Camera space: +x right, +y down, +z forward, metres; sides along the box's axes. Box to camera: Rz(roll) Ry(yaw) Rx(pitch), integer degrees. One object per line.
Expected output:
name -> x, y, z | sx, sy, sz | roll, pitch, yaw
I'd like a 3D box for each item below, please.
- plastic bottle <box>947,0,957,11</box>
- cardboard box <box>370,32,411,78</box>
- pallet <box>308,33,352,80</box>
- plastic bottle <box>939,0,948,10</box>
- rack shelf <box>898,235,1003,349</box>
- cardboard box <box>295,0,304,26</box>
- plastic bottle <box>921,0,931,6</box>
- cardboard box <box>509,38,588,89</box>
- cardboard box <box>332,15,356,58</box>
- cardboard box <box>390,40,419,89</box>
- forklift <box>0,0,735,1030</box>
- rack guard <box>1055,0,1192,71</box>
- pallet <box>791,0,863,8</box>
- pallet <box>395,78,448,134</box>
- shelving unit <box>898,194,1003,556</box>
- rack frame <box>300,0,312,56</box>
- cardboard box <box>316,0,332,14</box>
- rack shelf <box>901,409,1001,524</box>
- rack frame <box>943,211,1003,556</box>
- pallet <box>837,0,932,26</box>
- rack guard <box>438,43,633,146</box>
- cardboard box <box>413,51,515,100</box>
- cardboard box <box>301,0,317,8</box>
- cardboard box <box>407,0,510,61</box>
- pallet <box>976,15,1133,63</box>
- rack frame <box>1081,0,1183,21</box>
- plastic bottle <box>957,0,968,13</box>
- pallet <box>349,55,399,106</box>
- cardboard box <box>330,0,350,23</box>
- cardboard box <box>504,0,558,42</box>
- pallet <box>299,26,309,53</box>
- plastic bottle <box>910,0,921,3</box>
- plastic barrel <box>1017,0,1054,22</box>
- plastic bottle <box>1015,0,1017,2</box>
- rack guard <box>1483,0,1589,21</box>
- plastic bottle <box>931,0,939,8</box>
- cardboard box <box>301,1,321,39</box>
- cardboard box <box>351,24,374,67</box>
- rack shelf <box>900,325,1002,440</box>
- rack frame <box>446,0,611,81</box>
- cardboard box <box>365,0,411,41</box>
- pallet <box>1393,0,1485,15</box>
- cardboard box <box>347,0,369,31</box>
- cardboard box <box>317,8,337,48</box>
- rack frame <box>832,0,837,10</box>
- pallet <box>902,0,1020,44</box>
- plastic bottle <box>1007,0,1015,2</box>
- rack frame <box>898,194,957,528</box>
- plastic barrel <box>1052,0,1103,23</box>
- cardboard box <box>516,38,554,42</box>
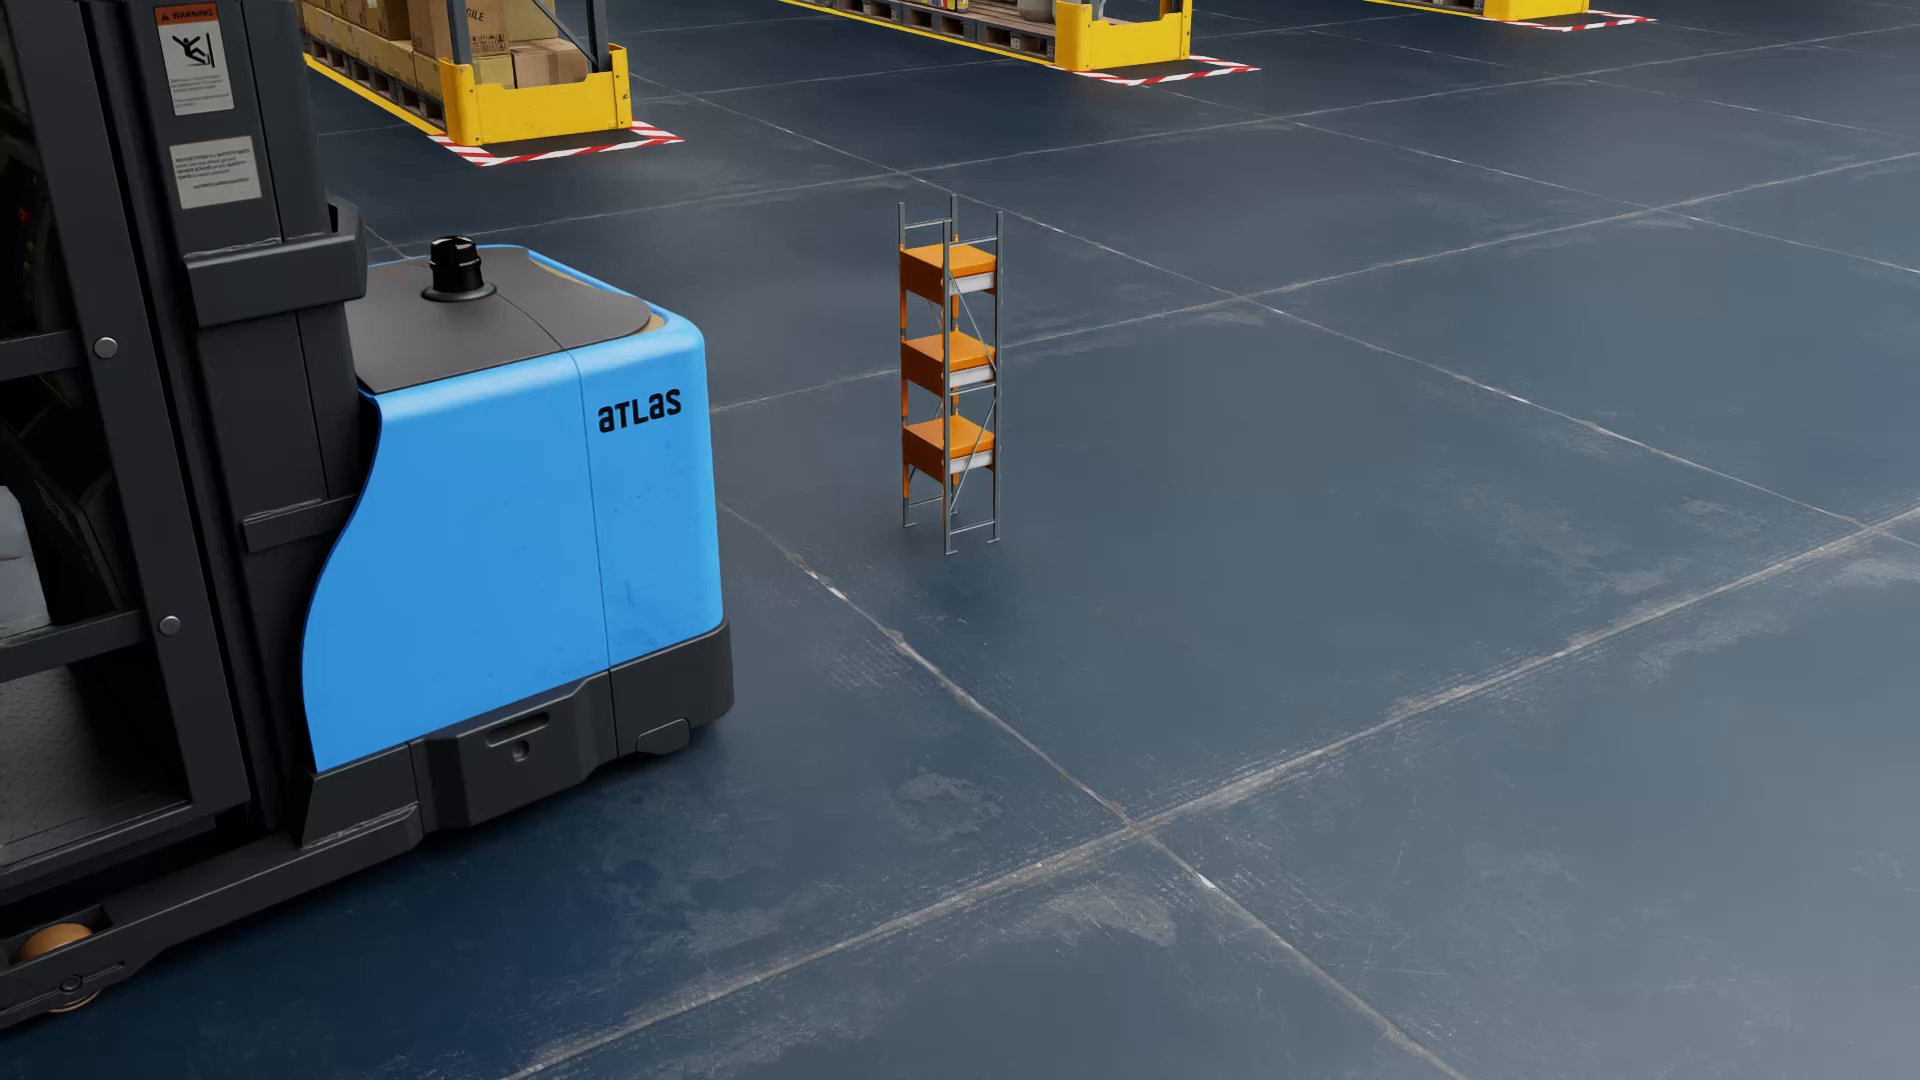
plastic bottle -> -0.055, -4.761, 14.488 | 0.061, 0.283, 0.133 | -15, 29, -28
cardboard box -> -3.857, -3.469, 11.814 | 0.500, 0.250, 0.500 | -16, 29, -30
pallet -> -4.543, -3.921, 13.308 | 1.003, 0.211, 1.213 | -16, 29, -30
plastic bottle -> -0.091, -4.817, 14.615 | 0.152, 0.276, 0.135 | -15, 29, -29
rack shelf -> -0.029, -0.741, 4.950 | 0.215, 0.259, 0.240 | -16, 29, -30
cardboard box -> -5.412, -4.503, 14.004 | 0.500, 0.250, 0.500 | -16, 30, -30
plastic bottle -> -0.261, -4.958, 14.827 | 0.144, 0.351, 0.185 | -14, 29, -27
cardboard box -> -2.865, -3.235, 11.319 | 0.500, 0.250, 0.500 | -16, 29, -30
cardboard box -> -4.406, -3.826, 12.569 | 0.500, 0.250, 0.500 | -16, 29, -30
cardboard box -> -3.582, -3.291, 11.436 | 0.500, 0.250, 0.500 | -16, 29, -30
forklift -> -2.023, -0.597, 3.080 | 3.031, 2.935, 1.130 | -20, 32, -36
rack guard -> 1.313, -4.084, 13.316 | 1.175, 0.500, 0.348 | -16, 29, -30
pallet -> -1.251, -5.640, 16.949 | 1.003, 0.211, 1.213 | -16, 29, -30
pallet -> -3.211, -3.048, 11.459 | 1.003, 0.211, 1.213 | -16, 29, -30
shelving unit -> -0.029, -0.494, 5.066 | 0.215, 1.050, 0.252 | -16, 29, -30
rack frame -> -4.942, -5.476, 13.336 | 1.000, 3.000, 0.127 | -16, 29, -30
cardboard box -> -4.672, -4.346, 12.792 | 0.500, 0.500, 0.500 | -16, 29, -30
rack shelf -> -0.029, -0.233, 5.190 | 0.215, 0.259, 0.240 | -16, 29, -30
rack frame -> 0.037, -0.450, 4.974 | 0.200, 1.050, 0.008 | -16, 29, -30
pallet -> -0.458, -5.118, 15.844 | 1.003, 0.211, 1.213 | -16, 29, -30
rack guard -> -2.746, -2.906, 10.821 | 1.175, 0.500, 0.348 | -16, 29, -30
cardboard box -> -3.299, -3.115, 11.063 | 0.500, 0.250, 0.500 | -16, 29, -30
cardboard box -> -4.952, -4.523, 13.167 | 0.500, 0.500, 0.500 | -16, 29, -30
cardboard box -> -3.301, -3.453, 10.902 | 0.500, 0.500, 0.500 | -16, 29, -30
pallet -> 0.874, -4.245, 13.995 | 1.003, 0.211, 1.213 | -16, 29, -30
rack frame -> 1.393, -5.198, 12.748 | 1.000, 3.000, 0.127 | -16, 29, -30
plastic bottle -> 0.024, -4.686, 14.426 | 0.097, 0.201, 0.097 | 0, 25, 0
pallet -> -3.873, -3.484, 12.383 | 1.003, 0.211, 1.213 | -16, 29, -30
cardboard box -> -4.406, -4.165, 12.410 | 0.500, 0.500, 0.500 | -16, 29, -30
cardboard box -> -3.140, -3.753, 11.537 | 0.500, 0.500, 0.500 | -16, 29, -30
pallet -> -5.377, -4.469, 14.470 | 1.003, 0.211, 1.213 | -16, 29, -30
plastic bottle -> -0.362, -5.025, 14.968 | 0.144, 0.351, 0.185 | -16, 30, -30
plastic barrel -> 0.697, -4.660, 14.030 | 0.421, 0.512, 0.421 | 0, 25, 0
plastic bottle -> 0.557, -4.975, 14.942 | 0.061, 0.283, 0.133 | -15, 29, -29
rack guard -> 5.502, -5.249, 15.784 | 1.175, 0.500, 0.348 | -16, 29, -30
plastic bottle -> -0.167, -4.866, 14.720 | 0.152, 0.276, 0.135 | -16, 30, -31
cardboard box -> -4.943, -4.186, 13.332 | 0.500, 0.250, 0.500 | -16, 29, -30
cardboard box -> -4.128, -3.648, 12.194 | 0.500, 0.250, 0.500 | -16, 29, -30
rack shelf -> -0.029, -0.484, 5.071 | 0.215, 0.259, 0.240 | -16, 29, -30
rack frame -> -2.759, -4.045, 10.305 | 1.000, 3.000, 0.127 | -16, 29, -30
cardboard box -> -3.859, -3.808, 11.652 | 0.500, 0.500, 0.500 | -16, 29, -30
pallet -> 5.088, -5.417, 16.479 | 1.003, 0.211, 1.213 | -16, 29, -30
cardboard box -> -4.131, -3.987, 12.032 | 0.500, 0.500, 0.500 | -16, 29, -30
cardboard box -> -4.675, -4.006, 12.951 | 0.500, 0.250, 0.500 | -16, 29, -30
rack frame -> -0.790, -6.629, 15.778 | 1.000, 3.000, 0.127 | -16, 29, -30
pallet -> 0.212, -4.681, 14.919 | 1.003, 0.211, 1.213 | -16, 29, -30
plastic bottle -> 0.478, -5.007, 15.023 | 0.097, 0.271, 0.097 | 0, 25, 0
rack frame -> -0.096, -0.538, 5.159 | 0.200, 1.050, 0.008 | -16, 29, -30
plastic barrel -> 0.970, -4.481, 13.650 | 0.421, 0.512, 0.421 | 0, 25, 0
cardboard box -> -3.141, -3.413, 11.696 | 0.500, 0.250, 0.500 | -16, 29, -30
